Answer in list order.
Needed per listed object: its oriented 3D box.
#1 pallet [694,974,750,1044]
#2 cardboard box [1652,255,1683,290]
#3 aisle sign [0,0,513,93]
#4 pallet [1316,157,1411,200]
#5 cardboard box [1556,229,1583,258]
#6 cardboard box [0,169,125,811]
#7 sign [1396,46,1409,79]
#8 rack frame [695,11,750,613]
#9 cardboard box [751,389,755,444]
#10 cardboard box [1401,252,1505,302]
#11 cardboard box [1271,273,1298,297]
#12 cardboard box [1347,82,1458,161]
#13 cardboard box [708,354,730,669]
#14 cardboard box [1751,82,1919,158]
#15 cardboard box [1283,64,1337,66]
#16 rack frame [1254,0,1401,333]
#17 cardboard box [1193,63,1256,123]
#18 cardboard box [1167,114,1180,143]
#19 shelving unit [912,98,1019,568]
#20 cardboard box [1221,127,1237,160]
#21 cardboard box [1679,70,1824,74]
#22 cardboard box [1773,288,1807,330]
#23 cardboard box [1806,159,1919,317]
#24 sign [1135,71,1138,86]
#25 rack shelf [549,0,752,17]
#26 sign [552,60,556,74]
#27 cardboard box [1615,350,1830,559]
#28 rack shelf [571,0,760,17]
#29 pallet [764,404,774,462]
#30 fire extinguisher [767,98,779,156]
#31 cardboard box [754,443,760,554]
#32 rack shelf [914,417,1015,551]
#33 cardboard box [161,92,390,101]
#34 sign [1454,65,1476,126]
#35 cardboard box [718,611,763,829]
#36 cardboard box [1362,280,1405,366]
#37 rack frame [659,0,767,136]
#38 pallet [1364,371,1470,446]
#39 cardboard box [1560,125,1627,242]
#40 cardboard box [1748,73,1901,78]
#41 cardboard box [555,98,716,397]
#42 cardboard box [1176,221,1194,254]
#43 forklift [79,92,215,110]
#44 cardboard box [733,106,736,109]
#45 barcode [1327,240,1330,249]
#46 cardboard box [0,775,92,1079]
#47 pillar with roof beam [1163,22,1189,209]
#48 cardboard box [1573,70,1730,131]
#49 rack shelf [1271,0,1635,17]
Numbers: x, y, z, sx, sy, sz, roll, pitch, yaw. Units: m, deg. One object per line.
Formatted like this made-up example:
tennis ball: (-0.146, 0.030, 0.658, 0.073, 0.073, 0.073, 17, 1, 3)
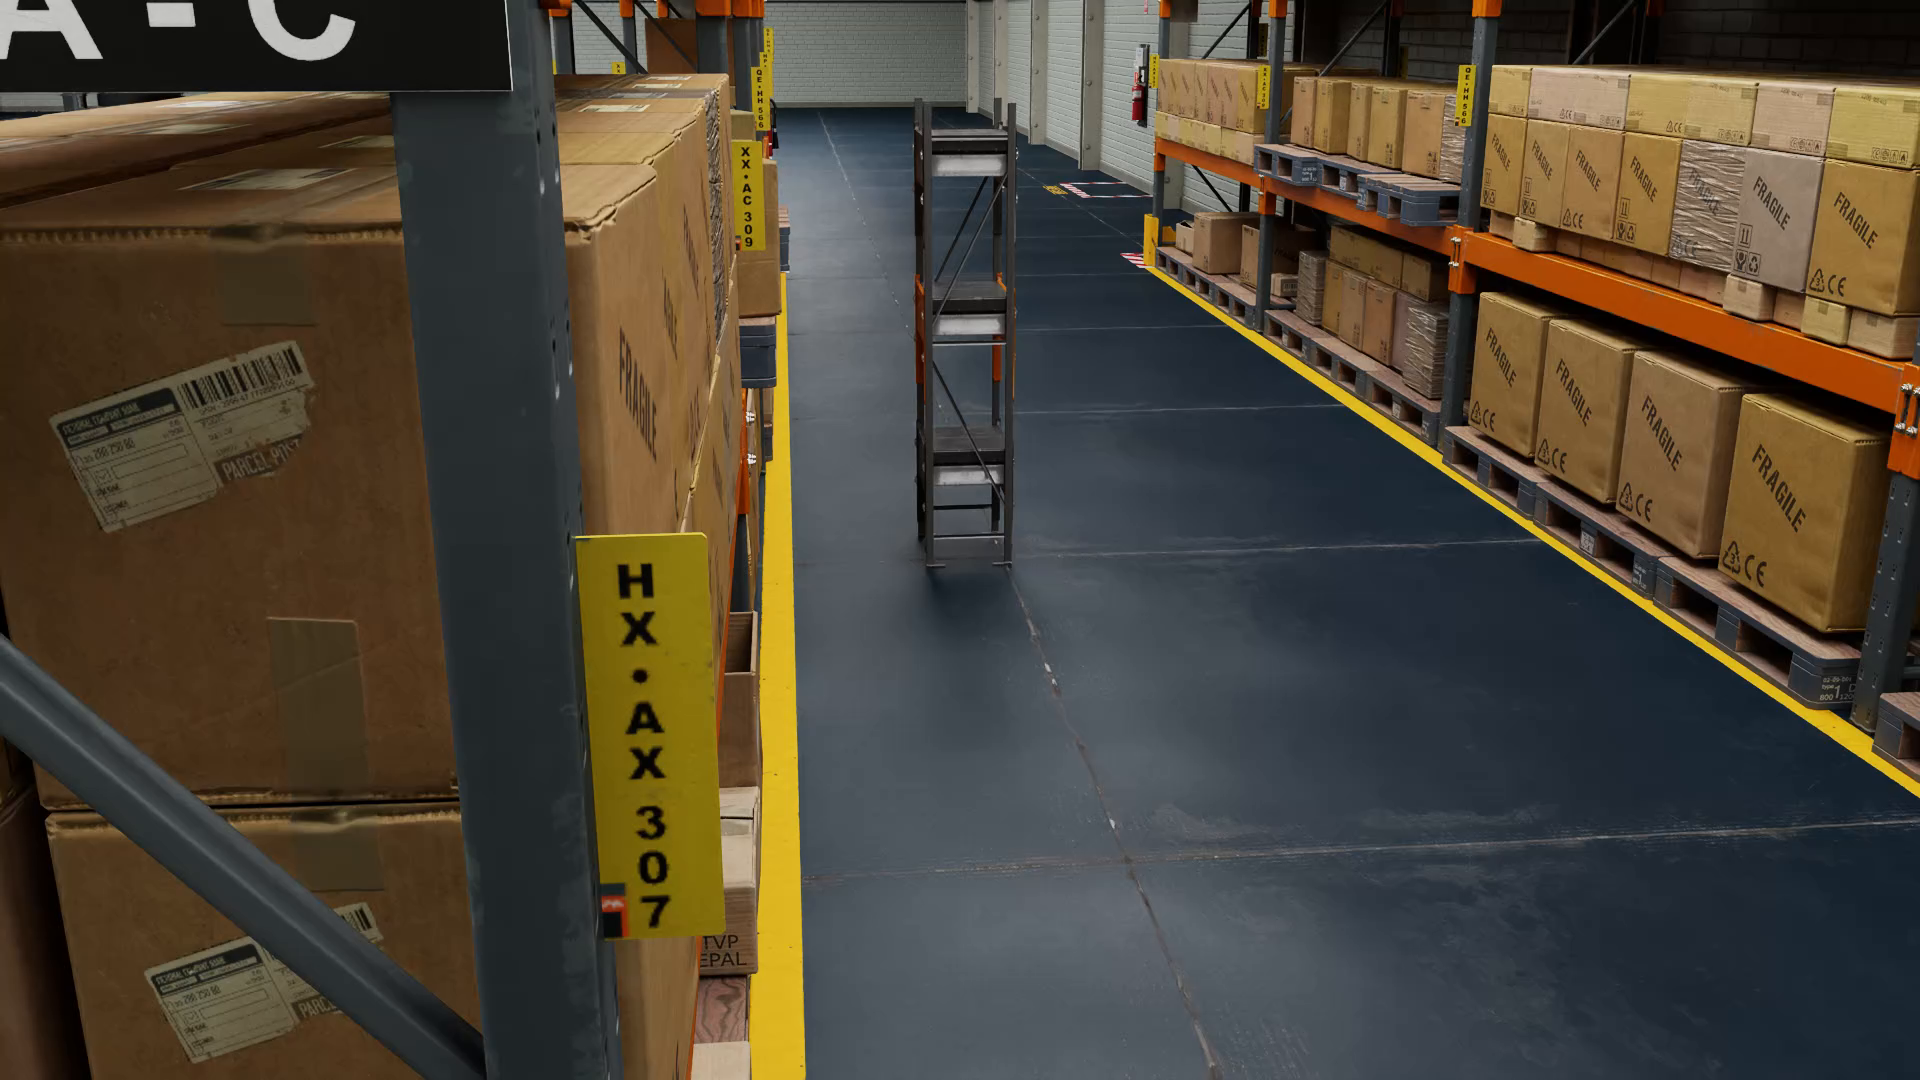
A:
pallet: (-0.985, 1.289, 3.718, 1.003, 0.211, 1.213, -2, 18, -6)
cardboard box: (3.323, -1.205, 7.394, 0.380, 0.149, 0.250, -1, 17, -4)
aisle sign: (-0.473, -0.647, 0.891, 0.394, 0.787, 0.004, -2, 18, -6)
pallet: (3.085, -2.453, 11.303, 1.003, 0.211, 1.213, -2, 18, -6)
cardboard box: (3.243, -1.512, 8.372, 0.380, 0.149, 0.250, -2, 18, -6)
cardboard box: (-1.091, -0.067, 1.547, 0.500, 0.500, 0.500, -2, 18, -6)
sign: (3.469, -3.718, 13.080, 0.100, 0.325, 0.005, -2, 18, -6)
rack frame: (-1.184, -0.610, 5.112, 1.000, 3.000, 0.127, -2, 18, -6)
cardboard box: (-1.147, -0.584, 7.217, 0.500, 0.250, 0.500, -2, 18, -7)
cardboard box: (3.207, -1.716, 10.821, 0.500, 0.250, 0.500, -1, 17, -5)
cardboard box: (2.832, -2.164, 14.059, 0.380, 0.166, 0.250, -4, 18, -13)
cardboard box: (3.086, -2.891, 11.475, 0.700, 0.500, 0.500, 1, 17, 2)
cardboard box: (-0.713, -0.058, 3.189, 0.500, 0.500, 0.500, -2, 17, -5)
cardboard box: (3.397, -1.605, 6.333, 0.500, 0.250, 0.500, -1, 17, -4)
cardboard box: (2.981, -3.893, 14.534, 0.500, 0.500, 0.500, -1, 17, -4)
rack frame: (2.917, -3.148, 13.195, 1.000, 3.000, 0.127, -2, 18, -6)
cardboard box: (2.408, -4.029, 14.966, 0.500, 0.500, 0.500, -1, 17, -4)
cardboard box: (2.307, -3.968, 16.025, 0.500, 0.250, 0.500, -2, 18, -7)
shelving unit: (0.017, -0.952, 7.705, 0.431, 2.100, 0.503, -2, 18, -6)
cardboard box: (2.524, -3.366, 14.108, 0.500, 0.250, 0.500, -2, 18, -5)
cardboard box: (3.734, -2.078, 7.841, 0.500, 0.250, 0.500, -2, 18, -7)
cardboard box: (3.395, -0.899, 6.418, 0.380, 0.149, 0.250, -1, 17, -4)
cardboard box: (3.444, -1.093, 5.954, 0.500, 0.500, 0.500, -2, 18, -7)
sign: (2.647, -6.868, 24.985, 0.001, 0.329, 0.234, -2, 18, -6)
rack shelf: (-1.391, -2.294, 6.669, 1.077, 0.370, 4.000, -2, 18, -6)
sign: (-2.149, -2.336, 8.677, 0.100, 0.325, 0.005, -2, 18, -6)
cardboard box: (3.452, -0.393, 7.310, 0.750, 0.750, 0.750, -1, 17, -4)
rack shelf: (-1.803, -3.486, 10.465, 1.077, 0.370, 4.000, -2, 18, -6)
pallet: (-1.643, -0.718, 10.111, 1.003, 0.211, 1.213, -2, 18, -6)
fire extinguisher: (-1.972, -4.198, 16.670, 0.296, 0.674, 0.183, -2, 18, -6)
cardboard box: (-1.154, -0.237, 7.364, 0.500, 0.500, 0.500, -2, 18, -8)
rack shelf: (0.017, -0.272, 7.919, 0.431, 0.518, 0.480, -2, 18, -6)
cardboard box: (-1.309, -0.679, 3.495, 0.500, 0.500, 0.500, -2, 18, -7)
sign: (2.791, -2.451, 9.175, 0.100, 0.325, 0.005, -2, 18, -6)
cardboard box: (-0.843, 0.534, 4.908, 0.500, 0.500, 0.500, -2, 18, -6)
cardboard box: (3.187, -1.490, 11.355, 0.700, 0.500, 0.500, -2, 18, -6)
rack frame: (-2.422, -4.185, 16.500, 1.000, 3.000, 0.127, -2, 18, -6)
pallet: (3.251, -0.858, 10.559, 1.003, 0.211, 1.213, -2, 18, -6)
cardboard box: (3.220, -1.698, 7.882, 0.500, 0.500, 0.500, -2, 18, -6)
cardboard box: (3.787, -1.927, 7.357, 0.500, 0.250, 0.500, -2, 18, -7)
cardboard box: (-0.717, -0.539, 3.051, 0.500, 0.500, 0.500, -2, 18, -6)
cardboard box: (2.487, -3.058, 16.663, 0.500, 0.311, 0.500, -4, 18, -12)
forklift: (-2.927, -0.791, 5.805, 1.130, 2.935, 3.031, -2, 18, -6)
cardboard box: (-2.062, -3.173, 13.110, 0.700, 0.500, 0.500, -2, 18, -7)
barcode: (3.100, -2.486, 13.992, 0.001, 0.075, 0.075, -2, 18, -6)
cardboard box: (-1.089, 0.409, 1.700, 0.500, 0.500, 0.500, -1, 17, -4)
pillar with roof beam: (-1.463, -8.674, 20.784, 9.100, 9.000, 0.400, -2, 18, -6)
cardboard box: (3.232, -2.061, 7.784, 0.500, 0.250, 0.500, -2, 18, -5)
rack shelf: (3.124, -3.640, 10.956, 1.077, 0.370, 4.000, -2, 18, -6)
